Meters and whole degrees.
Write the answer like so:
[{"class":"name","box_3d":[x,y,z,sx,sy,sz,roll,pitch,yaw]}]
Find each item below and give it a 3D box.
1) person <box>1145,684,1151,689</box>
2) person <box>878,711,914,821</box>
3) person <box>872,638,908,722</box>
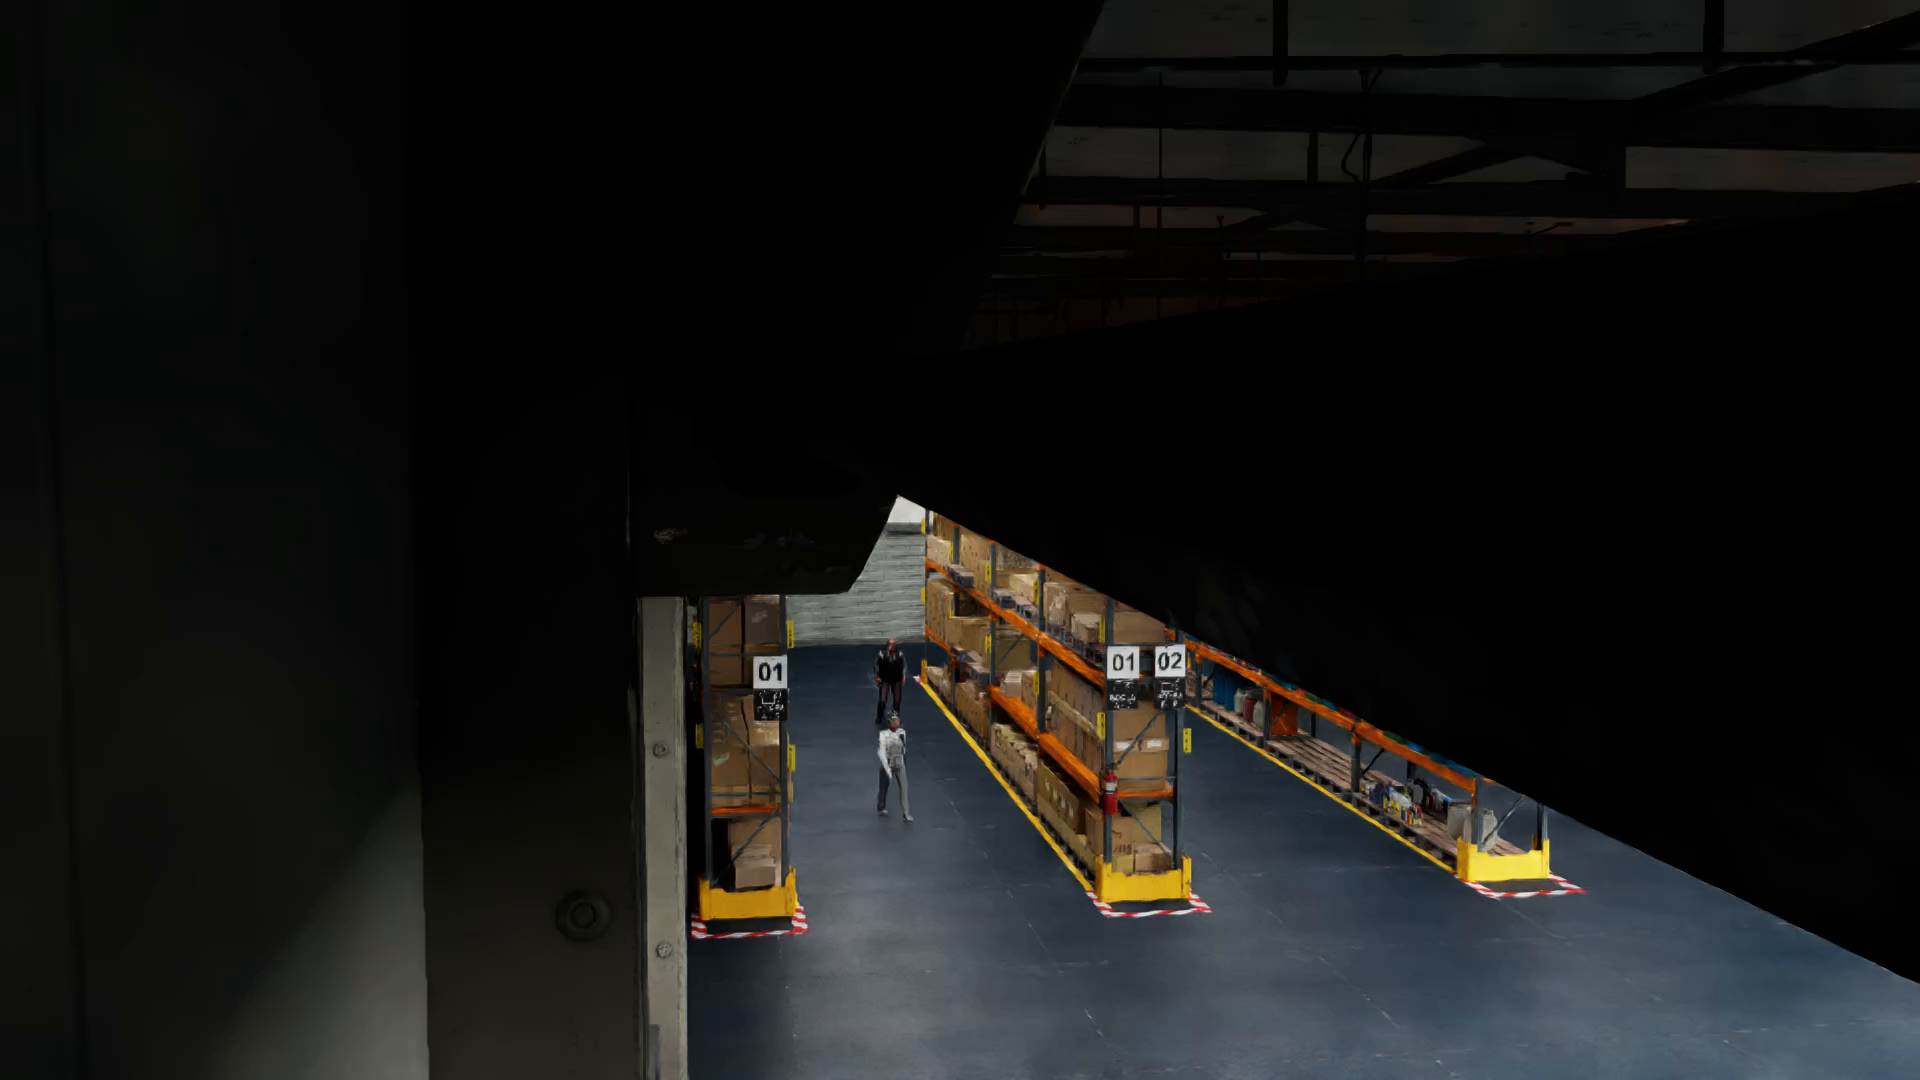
[{"class":"person","box_3d":[4.163,2.409,35.790,0.440,1.527,0.851,1,5,8]},{"class":"person","box_3d":[-1.000,3.329,24.730,0.483,1.621,0.995,-2,5,-18]},{"class":"person","box_3d":[-1.343,2.693,31.959,0.677,1.674,0.534,-1,5,-11]}]
